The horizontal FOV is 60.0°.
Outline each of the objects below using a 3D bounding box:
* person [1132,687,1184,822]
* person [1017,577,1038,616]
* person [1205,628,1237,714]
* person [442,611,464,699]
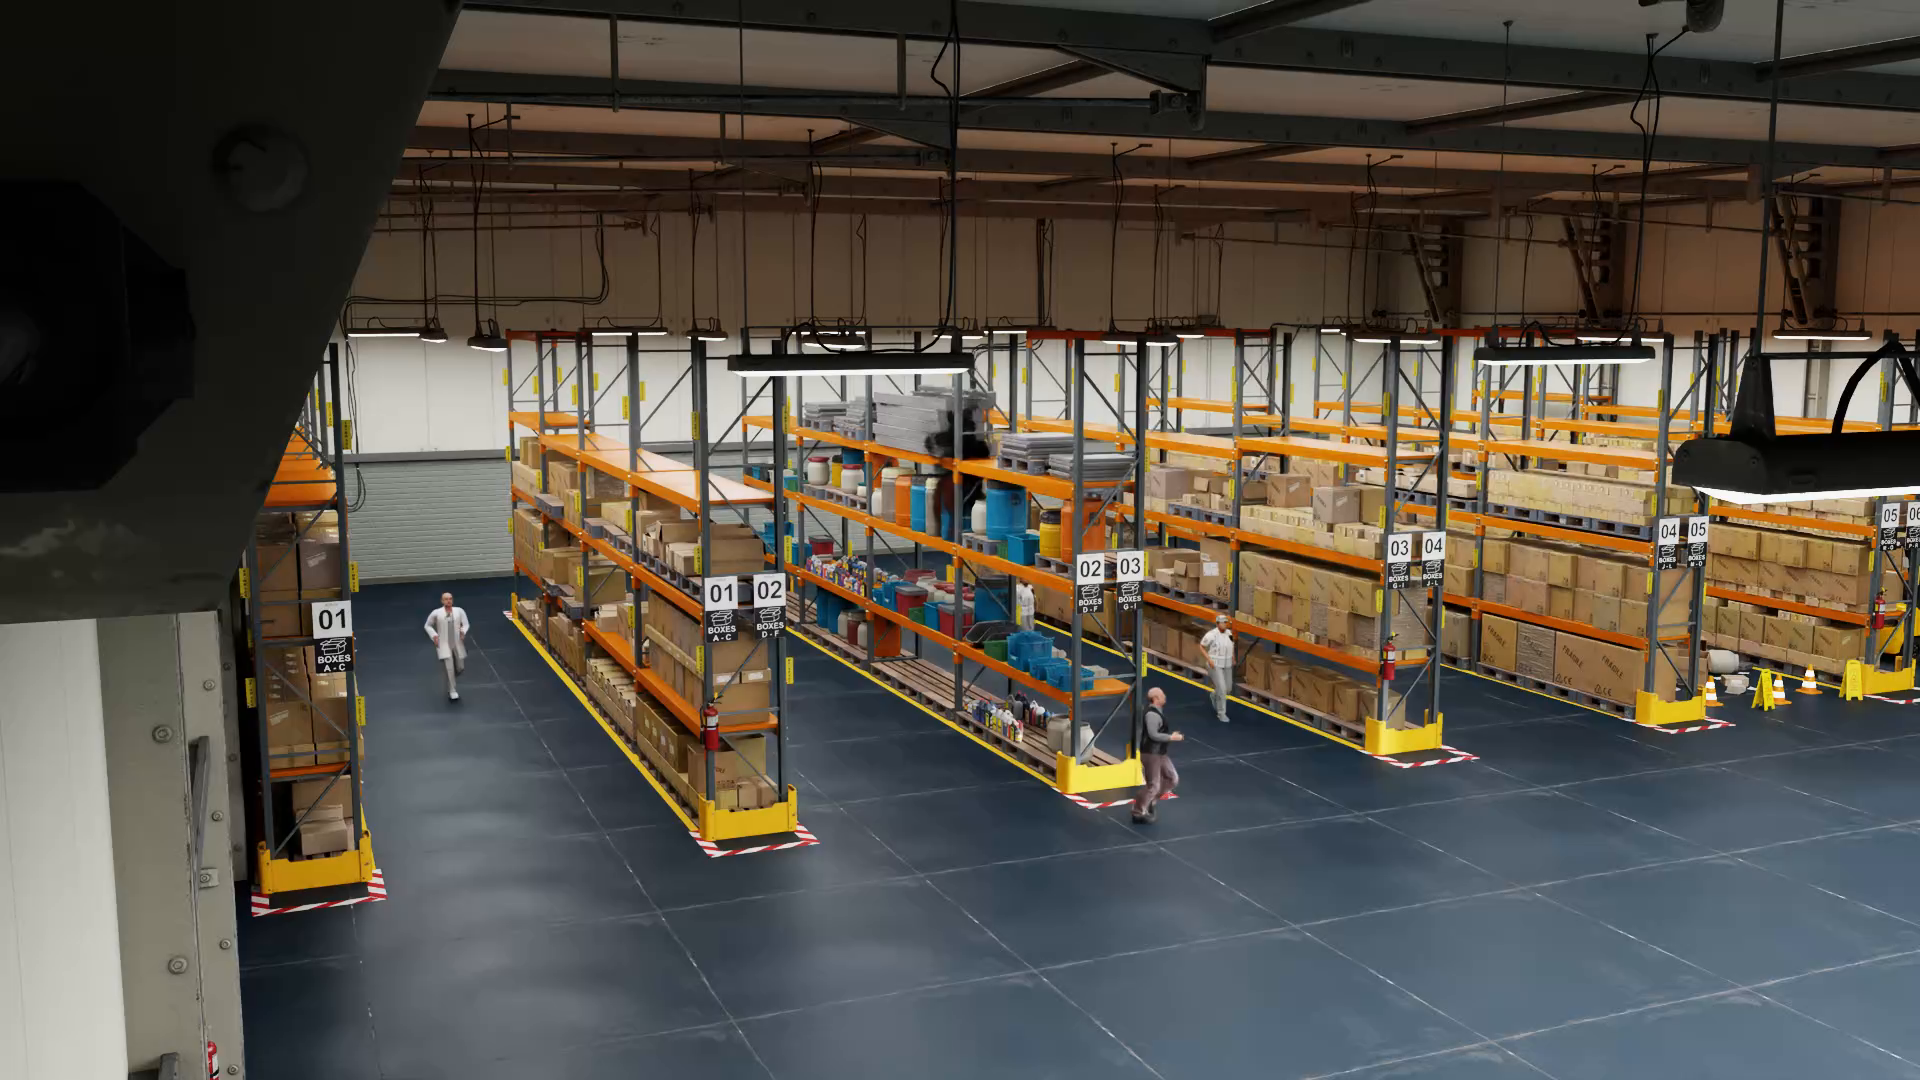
[{"bbox_3d":[2.502,2.676,20.812,0.628,1.694,0.545,2,8,14],"label":"person"},{"bbox_3d":[1.187,1.372,30.560,0.575,1.661,0.560,-5,9,-32],"label":"person"},{"bbox_3d":[4.064,2.050,26.175,0.452,1.347,0.584,-4,9,-25],"label":"person"},{"bbox_3d":[-8.461,1.850,27.554,0.629,1.496,0.812,-5,9,-31],"label":"person"}]
